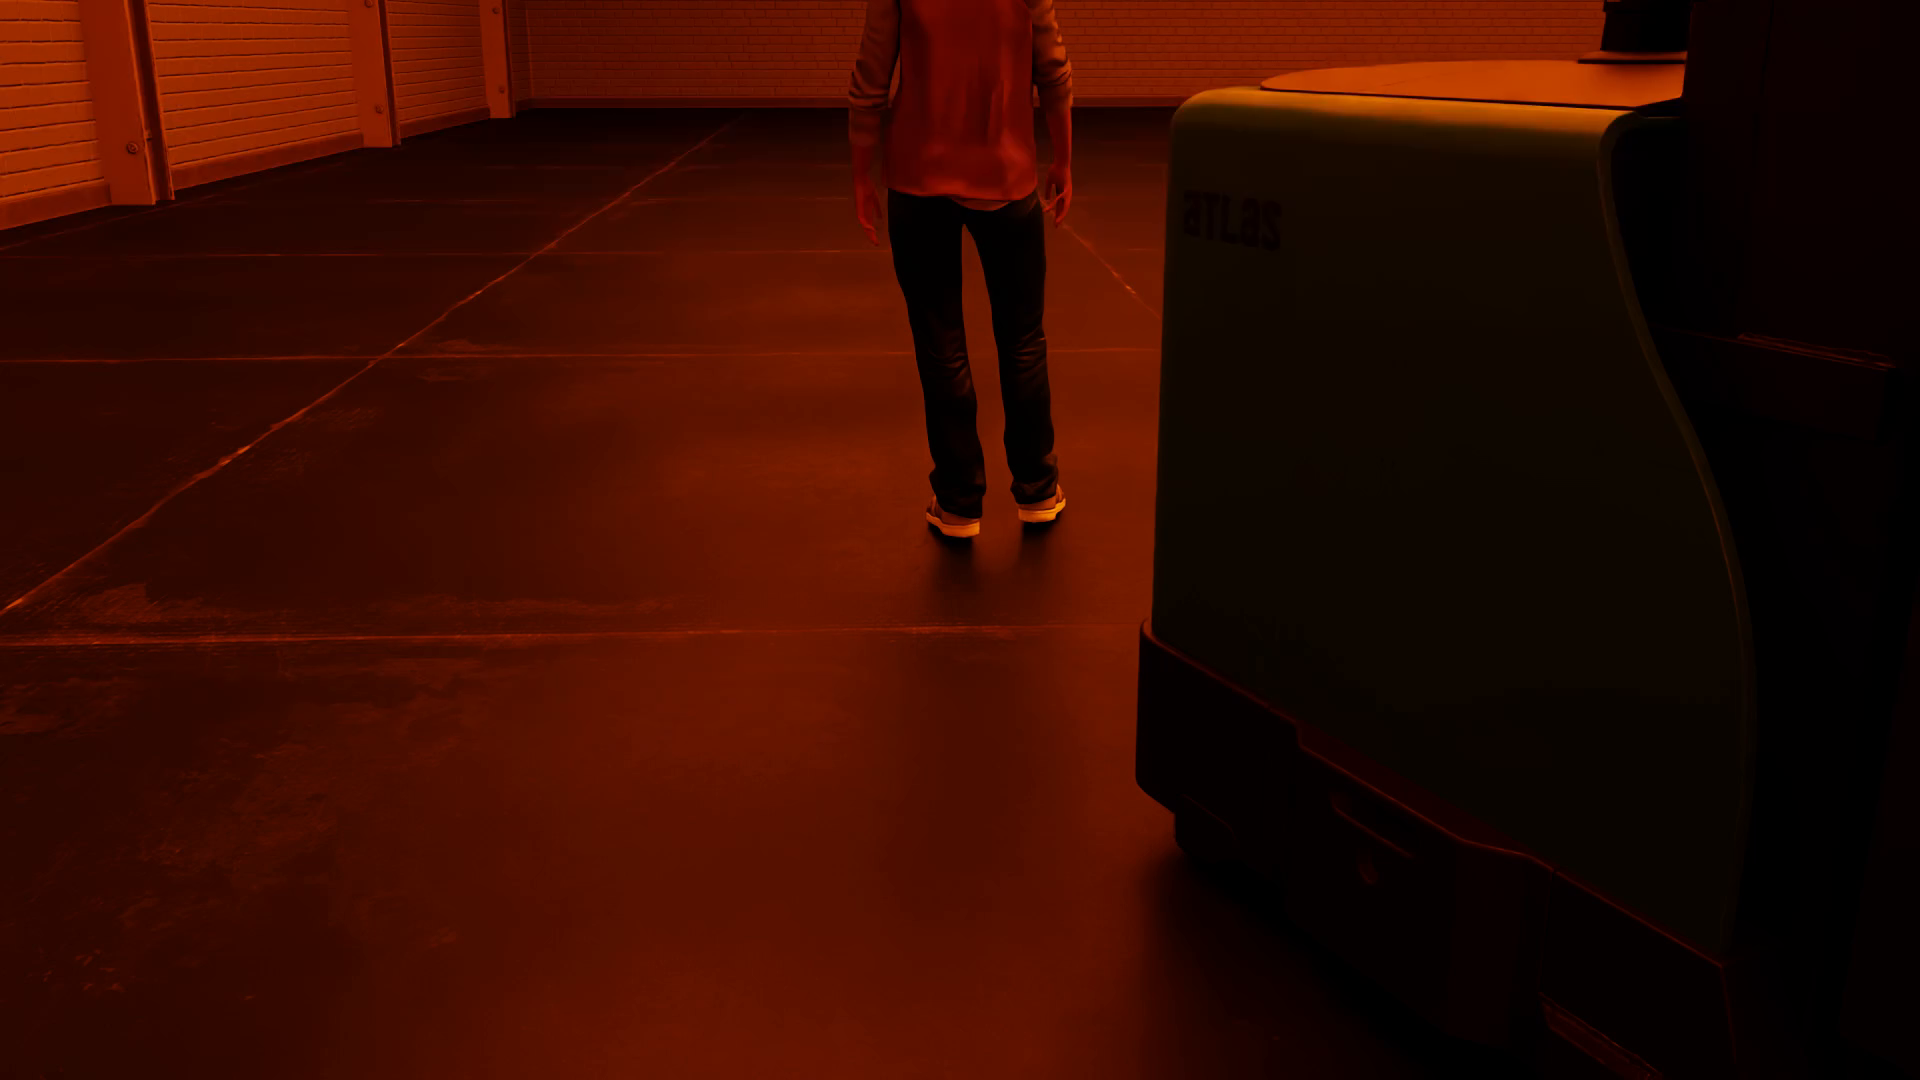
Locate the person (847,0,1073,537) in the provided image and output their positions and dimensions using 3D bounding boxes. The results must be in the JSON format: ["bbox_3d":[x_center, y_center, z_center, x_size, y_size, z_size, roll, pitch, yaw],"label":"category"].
[{"bbox_3d":[0.010,-0.792,3.753,0.520,1.596,0.476,-1,17,-3],"label":"person"}]

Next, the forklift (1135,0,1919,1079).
[{"bbox_3d":[1.376,-0.660,1.065,1.130,2.935,3.031,-8,19,-25],"label":"forklift"}]
